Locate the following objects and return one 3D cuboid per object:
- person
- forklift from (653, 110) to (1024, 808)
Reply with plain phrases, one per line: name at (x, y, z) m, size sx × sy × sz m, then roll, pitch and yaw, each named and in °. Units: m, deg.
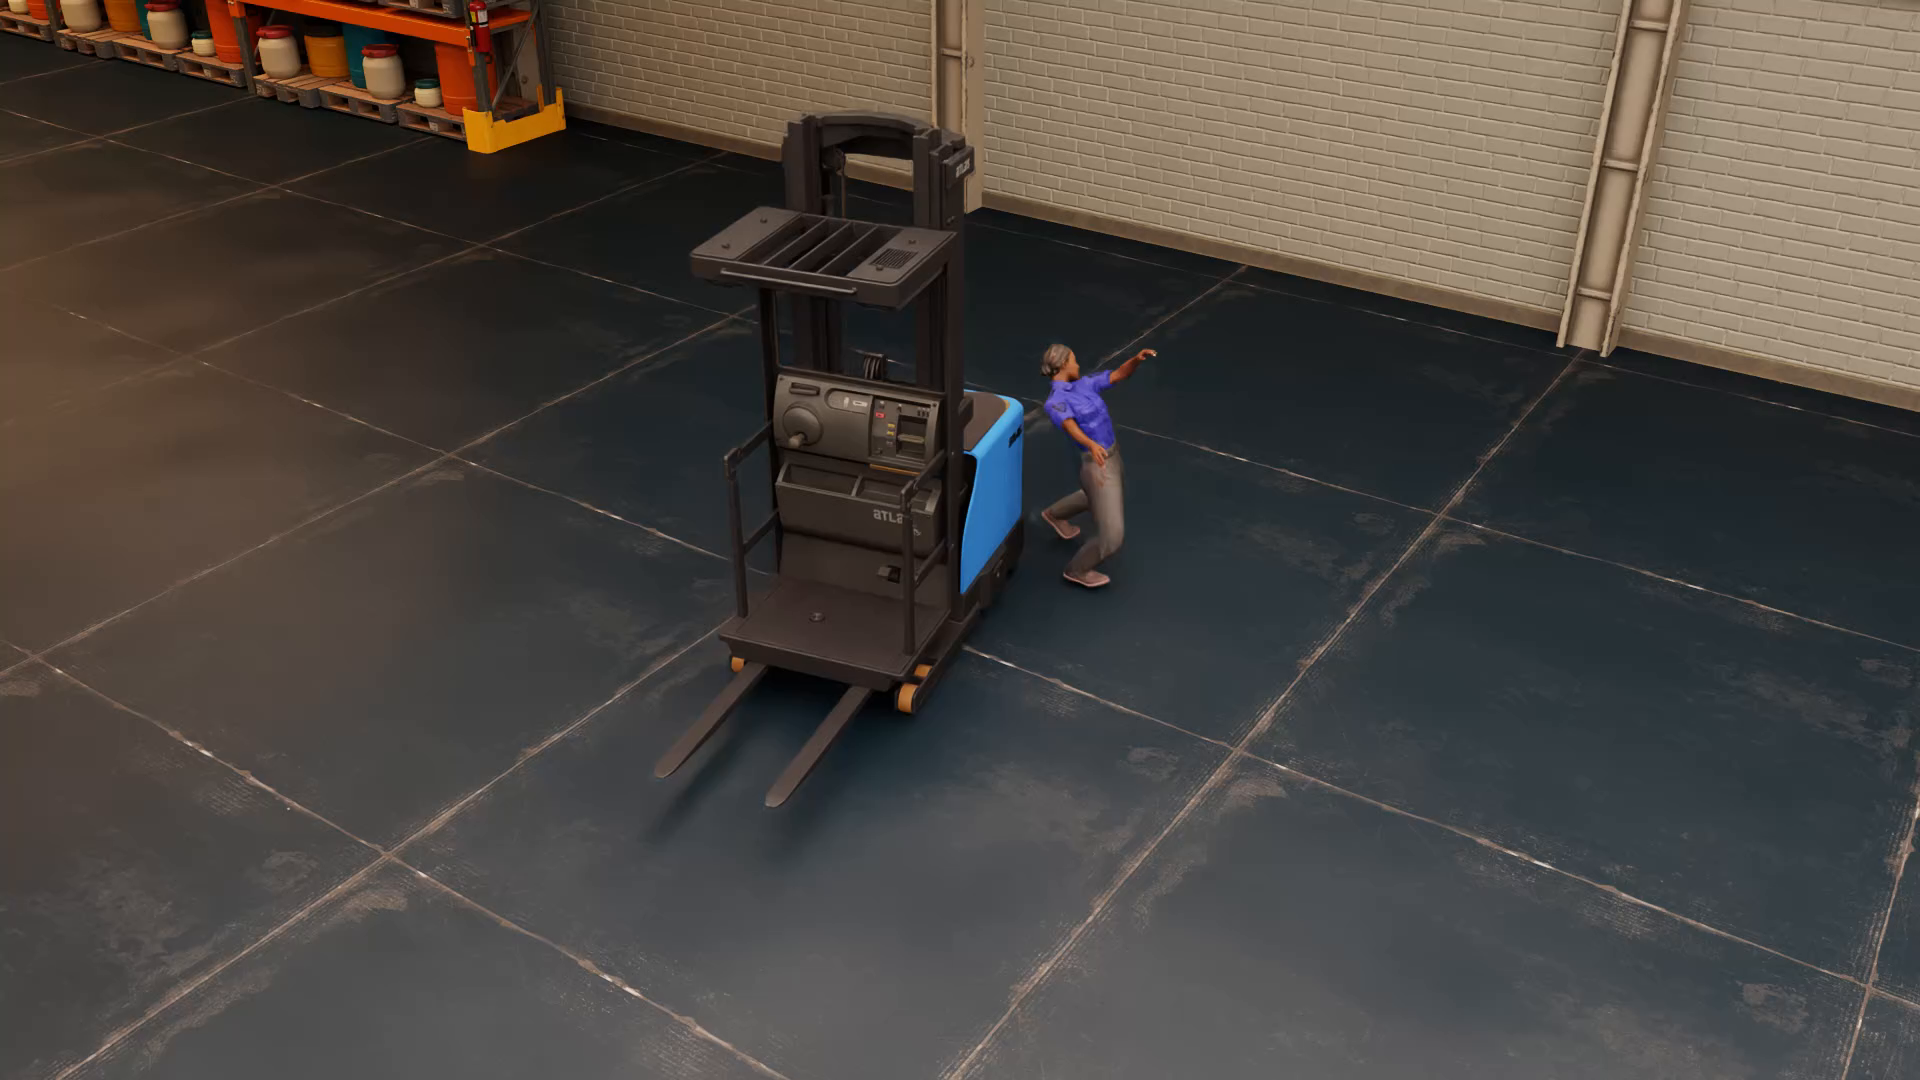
person at (0.754, -0.399, 9.675) m, size 0.673 × 1.459 × 1.014 m, roll 5°, pitch 31°, yaw 9°
forklift at (-0.626, -0.576, 8.573) m, size 1.130 × 2.935 × 3.031 m, roll 11°, pitch 32°, yaw 19°
